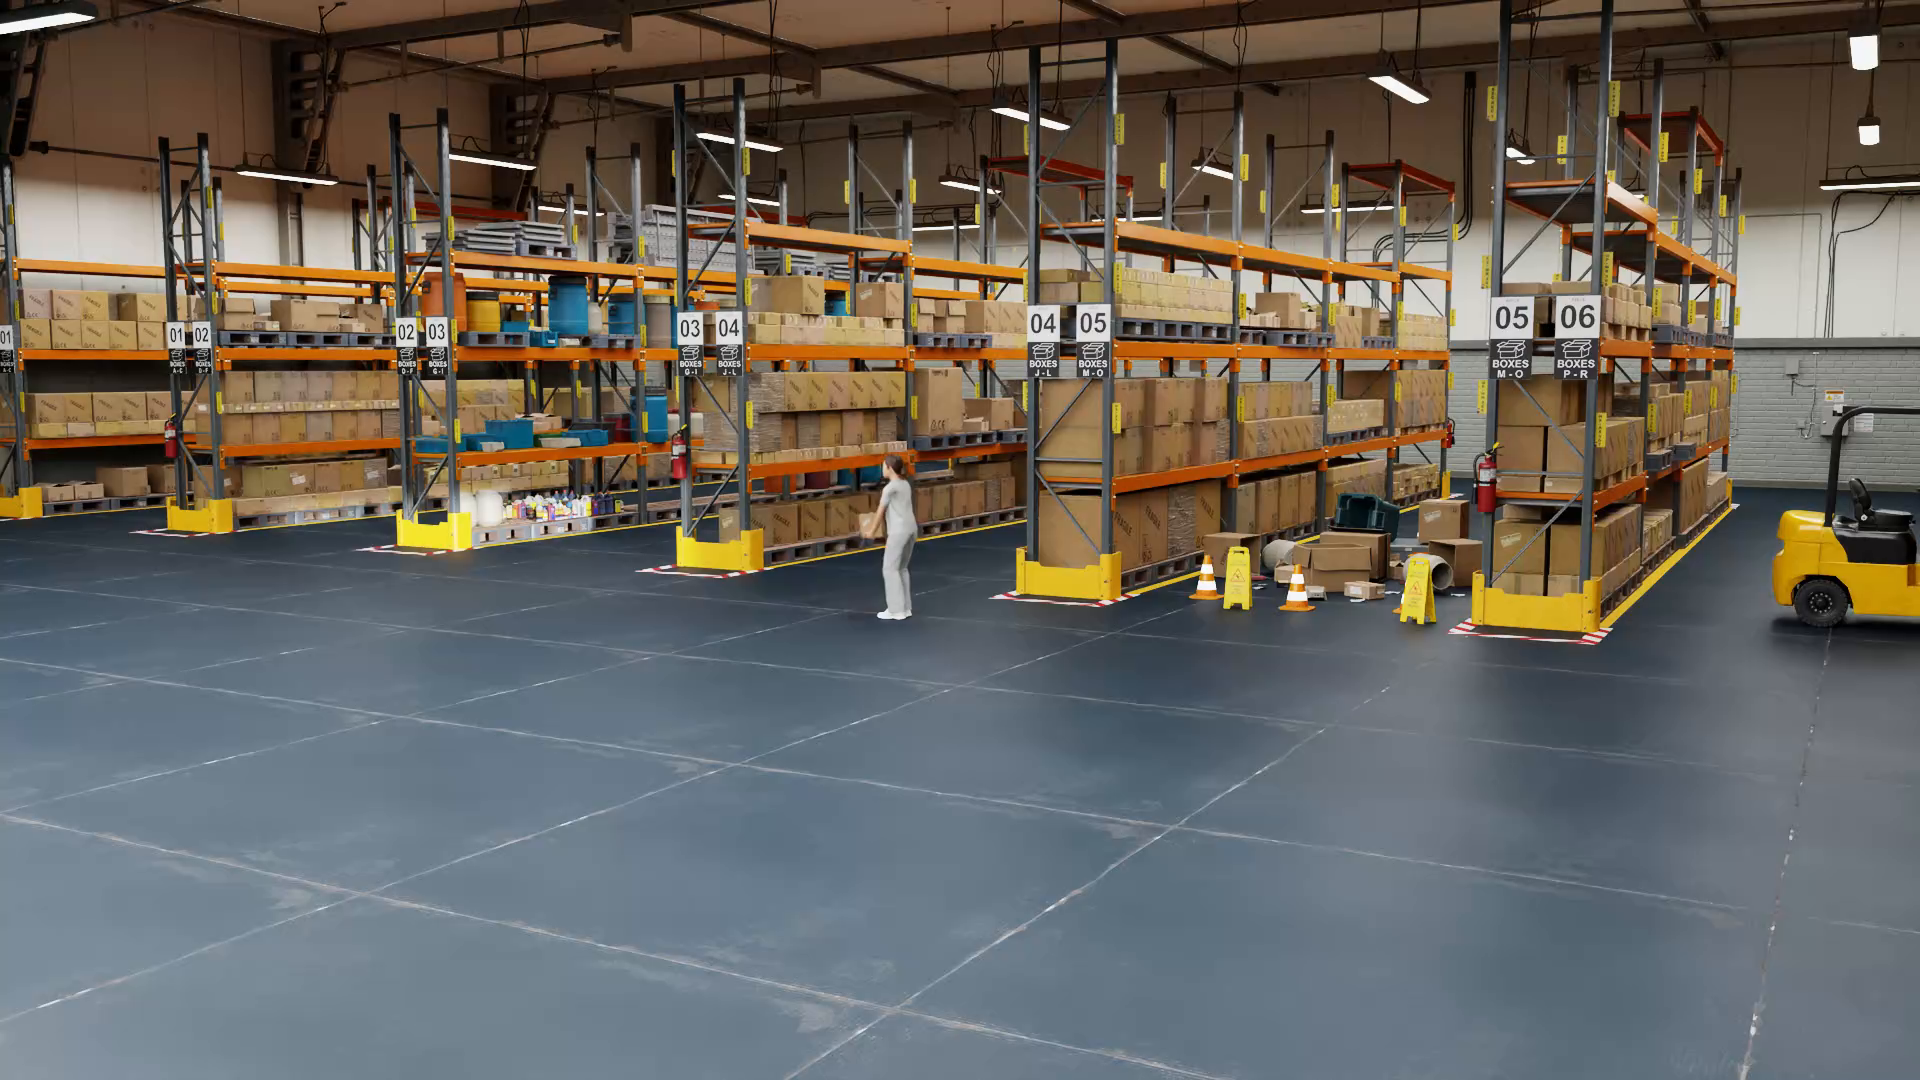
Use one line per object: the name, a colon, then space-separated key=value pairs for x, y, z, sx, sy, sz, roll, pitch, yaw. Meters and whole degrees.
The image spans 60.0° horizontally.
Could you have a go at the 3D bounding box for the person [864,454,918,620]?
person: x=-0.694 y=-0.040 z=16.790 sx=0.510 sy=1.664 sz=0.410 roll=3 pitch=7 yaw=27
